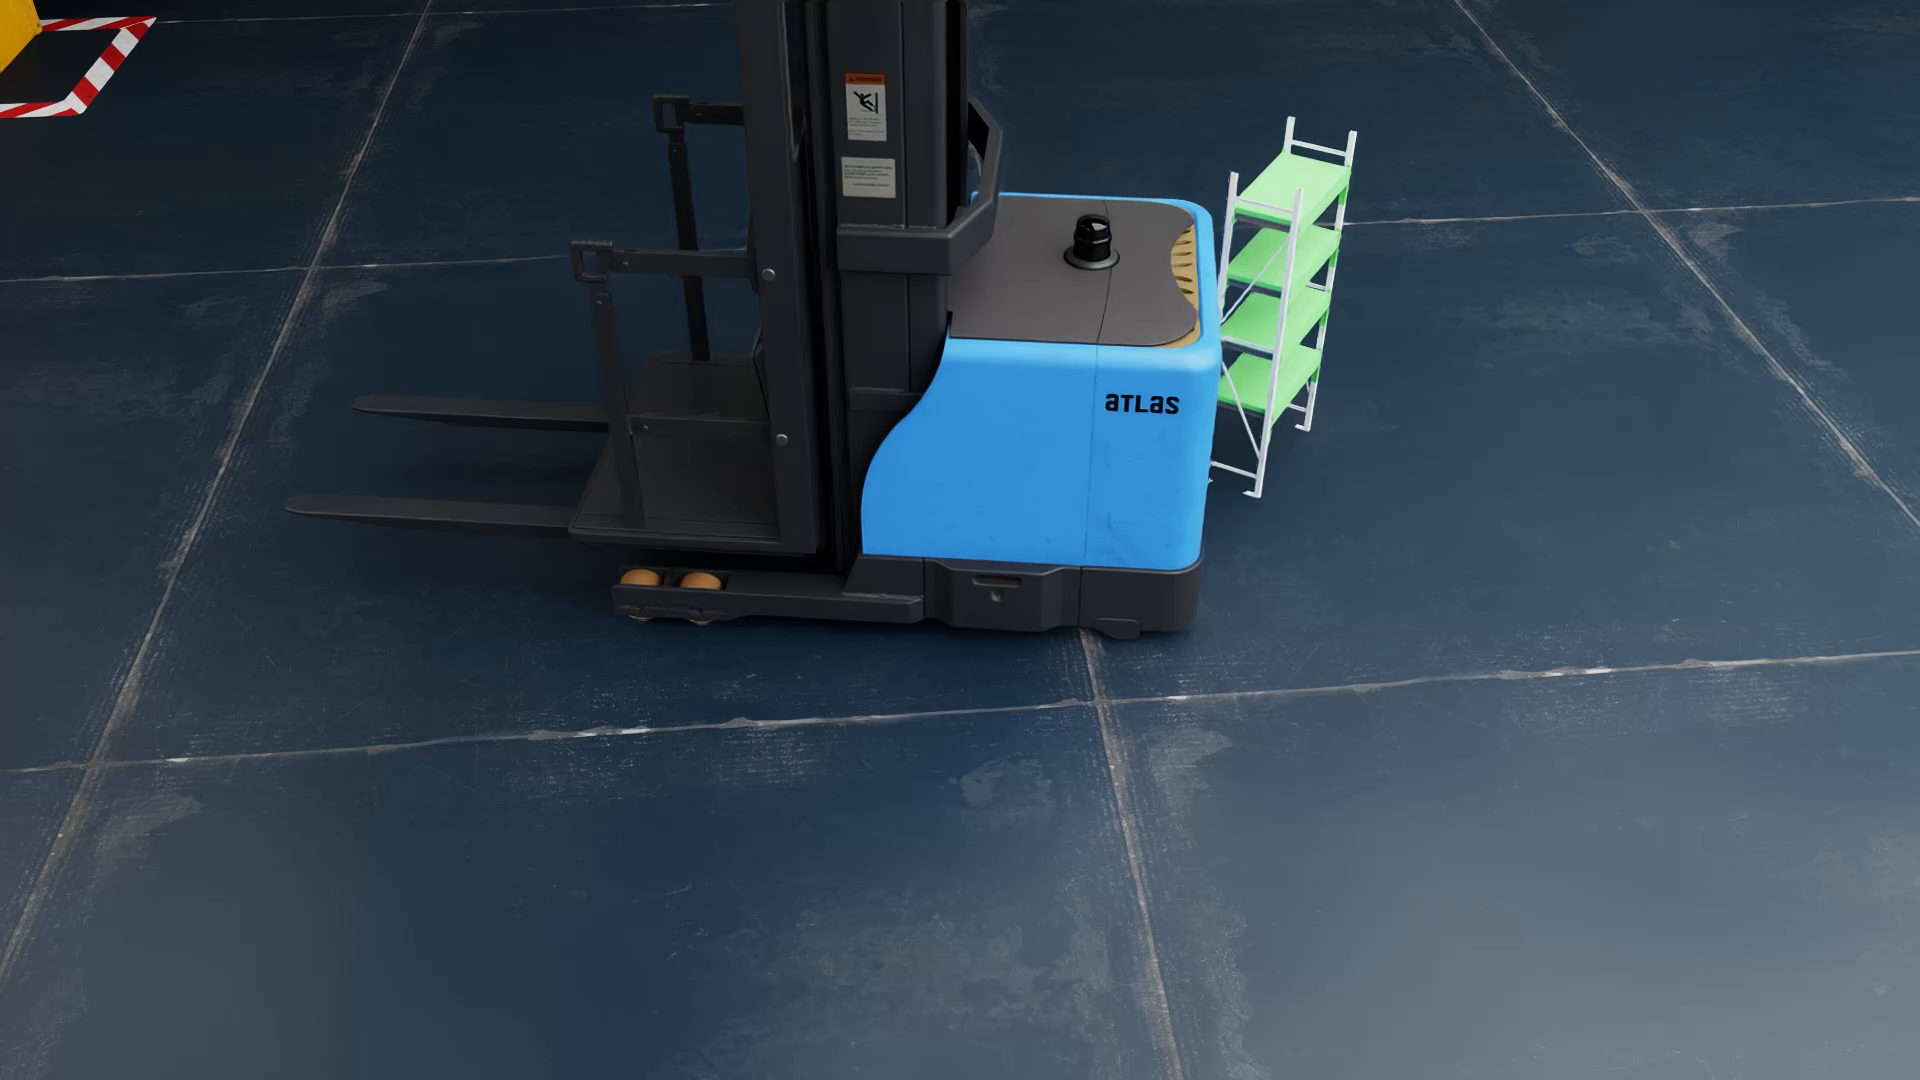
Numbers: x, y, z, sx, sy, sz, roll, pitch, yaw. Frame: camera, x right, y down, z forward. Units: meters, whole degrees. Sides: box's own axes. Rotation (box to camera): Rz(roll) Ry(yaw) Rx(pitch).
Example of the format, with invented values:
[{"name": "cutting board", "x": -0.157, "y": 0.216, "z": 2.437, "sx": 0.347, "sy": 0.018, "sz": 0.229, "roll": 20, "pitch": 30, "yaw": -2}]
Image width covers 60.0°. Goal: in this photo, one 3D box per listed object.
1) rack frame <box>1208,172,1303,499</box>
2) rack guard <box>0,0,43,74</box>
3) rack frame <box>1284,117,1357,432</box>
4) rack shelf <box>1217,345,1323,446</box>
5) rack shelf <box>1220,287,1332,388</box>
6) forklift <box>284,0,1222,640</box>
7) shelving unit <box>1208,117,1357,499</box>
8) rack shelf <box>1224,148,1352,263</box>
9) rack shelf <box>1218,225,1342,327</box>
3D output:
[{"name": "rack frame", "x": 0.968, "y": -0.660, "z": 5.618, "sx": 0.240, "sy": 1.200, "sz": 0.015, "roll": 20, "pitch": 42, "yaw": 23}, {"name": "rack guard", "x": -5.315, "y": -2.746, "z": 8.827, "sx": 0.348, "sy": 0.500, "sz": 1.175, "roll": -3, "pitch": 38, "yaw": -4}, {"name": "rack frame", "x": 1.214, "y": -0.921, "z": 5.948, "sx": 0.240, "sy": 1.200, "sz": 0.015, "roll": 20, "pitch": 42, "yaw": 23}, {"name": "rack shelf", "x": 1.091, "y": -0.552, "z": 5.971, "sx": 0.258, "sy": 0.148, "sz": 0.480, "roll": 20, "pitch": 42, "yaw": 23}, {"name": "rack shelf", "x": 1.091, "y": -0.740, "z": 5.823, "sx": 0.258, "sy": 0.148, "sz": 0.480, "roll": 20, "pitch": 42, "yaw": 23}, {"name": "forklift", "x": -0.712, "y": -1.203, "z": 4.909, "sx": 3.031, "sy": 2.935, "sz": 1.130, "roll": 3, "pitch": 38, "yaw": 4}, {"name": "shelving unit", "x": 1.091, "y": -0.790, "z": 5.783, "sx": 0.258, "sy": 1.200, "sz": 0.503, "roll": 20, "pitch": 42, "yaw": 23}, {"name": "rack shelf", "x": 1.091, "y": -1.117, "z": 5.525, "sx": 0.258, "sy": 0.148, "sz": 0.480, "roll": 20, "pitch": 42, "yaw": 23}, {"name": "rack shelf", "x": 1.091, "y": -0.929, "z": 5.674, "sx": 0.258, "sy": 0.148, "sz": 0.480, "roll": 20, "pitch": 42, "yaw": 23}]
